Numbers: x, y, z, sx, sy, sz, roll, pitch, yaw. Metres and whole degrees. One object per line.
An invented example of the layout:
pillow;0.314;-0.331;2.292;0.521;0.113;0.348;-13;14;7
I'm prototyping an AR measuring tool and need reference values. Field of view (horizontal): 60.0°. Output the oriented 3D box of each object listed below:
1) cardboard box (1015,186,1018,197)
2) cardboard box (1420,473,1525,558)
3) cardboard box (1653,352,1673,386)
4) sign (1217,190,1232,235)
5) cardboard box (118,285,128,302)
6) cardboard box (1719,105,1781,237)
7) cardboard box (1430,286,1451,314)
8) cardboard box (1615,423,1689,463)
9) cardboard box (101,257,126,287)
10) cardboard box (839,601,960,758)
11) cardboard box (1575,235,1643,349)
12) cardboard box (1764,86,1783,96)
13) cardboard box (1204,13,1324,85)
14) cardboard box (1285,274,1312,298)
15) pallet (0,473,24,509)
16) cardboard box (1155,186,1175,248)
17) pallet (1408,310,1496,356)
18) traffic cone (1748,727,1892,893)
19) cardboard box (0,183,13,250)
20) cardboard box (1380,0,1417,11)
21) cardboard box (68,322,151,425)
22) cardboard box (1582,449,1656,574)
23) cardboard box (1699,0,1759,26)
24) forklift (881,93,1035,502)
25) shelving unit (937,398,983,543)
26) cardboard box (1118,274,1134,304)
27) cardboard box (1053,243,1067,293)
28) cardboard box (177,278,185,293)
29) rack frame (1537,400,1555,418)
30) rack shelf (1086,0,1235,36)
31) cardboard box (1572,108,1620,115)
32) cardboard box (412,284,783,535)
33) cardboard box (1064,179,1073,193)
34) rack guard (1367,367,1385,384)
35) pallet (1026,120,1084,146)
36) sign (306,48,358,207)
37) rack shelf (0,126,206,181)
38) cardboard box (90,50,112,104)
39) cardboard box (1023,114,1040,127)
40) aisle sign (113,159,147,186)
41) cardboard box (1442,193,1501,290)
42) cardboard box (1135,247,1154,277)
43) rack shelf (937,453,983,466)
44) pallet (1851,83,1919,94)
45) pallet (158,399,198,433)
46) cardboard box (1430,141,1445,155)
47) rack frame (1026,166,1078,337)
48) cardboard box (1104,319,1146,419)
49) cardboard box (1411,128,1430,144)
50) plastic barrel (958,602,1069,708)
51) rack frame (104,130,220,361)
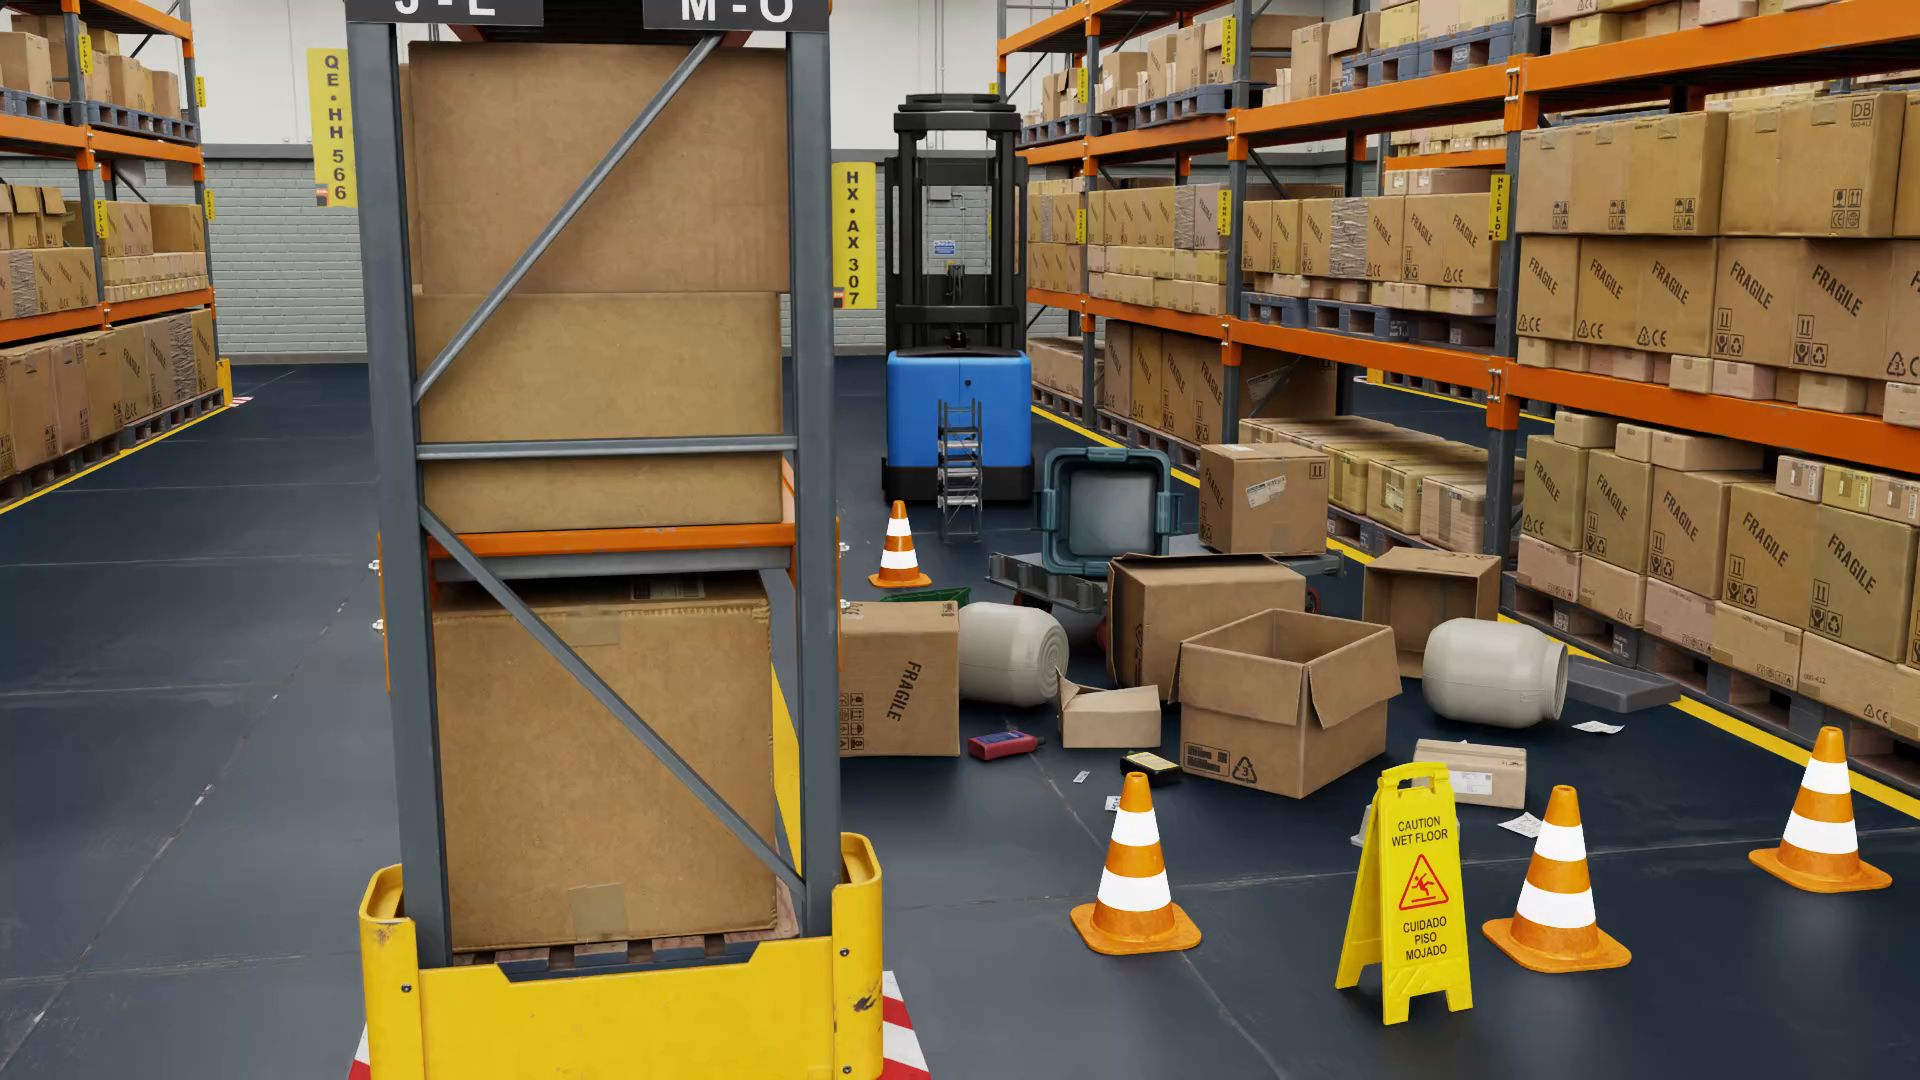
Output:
cardboard box;0.796;-4.023;19.132;0.380;0.149;0.250;-2;11;-9
cardboard box;3.169;-0.147;9.350;0.950;0.372;0.625;-2;11;-10
cardboard box;3.298;-0.756;7.317;0.380;0.149;0.250;-2;11;-11
sign;1.951;-2.417;12.275;0.100;0.325;0.005;-2;11;-11
cardboard box;-7.786;-2.233;15.079;0.380;0.149;0.250;-2;11;-13
cardboard box;3.486;-1.453;6.572;0.700;0.500;0.500;-2;11;-11
cardboard box;2.868;-1.351;9.323;0.380;0.149;0.250;-2;11;-13
cardboard box;3.190;-0.440;7.479;0.380;0.149;0.250;-2;11;-9
cardboard box;-7.838;-2.410;14.943;0.500;0.250;0.500;-2;11;-12
cardboard box;-0.254;0.537;6.529;0.500;0.500;0.500;0;11;-1
cardboard box;3.206;-1.148;7.645;0.500;0.500;0.500;-2;11;-11
cardboard box;7.001;-3.799;13.948;0.380;0.149;0.250;-2;11;-10
cardboard box;2.274;-3.663;12.498;0.797;0.503;0.637;-3;11;-15
cardboard box;2.439;-1.729;11.308;0.380;0.149;0.250;-2;11;-11
pallet;-7.305;-0.286;11.634;1.003;0.211;1.213;-2;11;-11
cardboard box;1.940;-2.680;13.811;0.500;0.500;0.500;-2;11;-11
pallet;3.267;-1.186;9.421;1.003;0.211;1.213;-2;11;-11
traffic cone;2.702;0.813;5.189;0.336;0.463;0.334;-2;11;-11
cardboard box;-7.613;-2.427;12.477;0.797;0.503;0.637;-2;11;-9
cardboard box;2.815;-3.275;9.799;0.500;0.250;0.500;-2;11;-10
cardboard box;-8.053;-1.529;15.264;0.875;0.875;0.875;-2;11;-11
cardboard box;3.239;-0.143;7.652;0.500;0.500;0.500;-2;11;-9
cardboard box;3.258;-2.180;6.775;0.380;0.149;0.250;-2;11;-12
forklift;-0.037;-1.935;13.023;1.130;2.935;3.031;0;11;-1
shelving unit;-0.002;-0.444;10.620;0.258;0.900;0.210;-2;11;-11
cardboard box;1.730;-2.249;14.892;0.500;0.250;0.500;-2;11;-11
cardboard box;1.271;-2.821;17.231;0.500;0.500;0.500;-2;11;-12
cardboard box;-8.189;-2.612;17.068;0.380;0.149;0.250;-2;11;-12
rack frame;6.585;-2.784;17.299;1.000;3.000;0.127;-2;11;-11
rack shelf;2.106;-4.633;13.964;1.077;0.370;4.000;-2;11;-11
cardboard box;6.270;-4.271;16.374;0.380;0.149;0.250;-2;11;-10
cardboard box;-0.901;-0.343;4.076;0.875;0.550;0.550;-2;11;-11
cardboard box;1.295;-3.650;17.177;0.380;0.149;0.250;-2;11;-11
rack guard;5.822;-2.275;21.314;1.175;0.500;0.348;-2;11;-11
pallet;1.335;-4.406;18.039;1.003;0.211;1.213;-2;11;-11
sign;-1.320;-0.871;3.520;0.100;0.325;0.005;-2;11;-11
rack shelf;-8.392;-3.729;16.168;1.077;0.370;4.000;-2;11;-11
cardboard box;-8.315;-4.260;15.377;0.700;0.500;0.500;-2;11;-8
cardboard box;0.925;-4.734;18.804;0.380;0.149;0.250;-2;11;-9
aisle sign;-9.090;-4.255;18.077;0.394;0.787;0.004;-2;11;-11
cardboard box;2.958;-1.613;8.963;0.500;0.500;0.500;-2;11;-12
cardboard box;1.828;-2.403;14.361;0.500;0.250;0.500;-2;11;-13
rack shelf;-0.002;-0.499;10.610;0.258;0.077;0.200;-2;11;-11
pallet;7.583;-3.310;12.545;1.213;0.211;1.003;-2;11;-8
pallet;-8.315;-1.239;16.640;1.003;0.211;1.213;-2;11;-11
cardboard box;5.757;-4.608;19.536;0.380;0.149;0.250;-2;11;-11
rack frame;0.939;-3.336;20.202;1.000;3.000;0.127;-2;11;-11
cardboard box;1.916;-1.654;15.924;0.875;0.875;0.875;-2;11;-9
cardboard box;5.745;-4.879;19.894;0.500;0.250;0.500;-2;11;-10
plastic barrel;0.163;0.481;7.036;0.512;0.421;0.421;6;12;28
rack frame;-8.781;-2.976;18.308;1.000;3.000;0.127;-2;11;-11
